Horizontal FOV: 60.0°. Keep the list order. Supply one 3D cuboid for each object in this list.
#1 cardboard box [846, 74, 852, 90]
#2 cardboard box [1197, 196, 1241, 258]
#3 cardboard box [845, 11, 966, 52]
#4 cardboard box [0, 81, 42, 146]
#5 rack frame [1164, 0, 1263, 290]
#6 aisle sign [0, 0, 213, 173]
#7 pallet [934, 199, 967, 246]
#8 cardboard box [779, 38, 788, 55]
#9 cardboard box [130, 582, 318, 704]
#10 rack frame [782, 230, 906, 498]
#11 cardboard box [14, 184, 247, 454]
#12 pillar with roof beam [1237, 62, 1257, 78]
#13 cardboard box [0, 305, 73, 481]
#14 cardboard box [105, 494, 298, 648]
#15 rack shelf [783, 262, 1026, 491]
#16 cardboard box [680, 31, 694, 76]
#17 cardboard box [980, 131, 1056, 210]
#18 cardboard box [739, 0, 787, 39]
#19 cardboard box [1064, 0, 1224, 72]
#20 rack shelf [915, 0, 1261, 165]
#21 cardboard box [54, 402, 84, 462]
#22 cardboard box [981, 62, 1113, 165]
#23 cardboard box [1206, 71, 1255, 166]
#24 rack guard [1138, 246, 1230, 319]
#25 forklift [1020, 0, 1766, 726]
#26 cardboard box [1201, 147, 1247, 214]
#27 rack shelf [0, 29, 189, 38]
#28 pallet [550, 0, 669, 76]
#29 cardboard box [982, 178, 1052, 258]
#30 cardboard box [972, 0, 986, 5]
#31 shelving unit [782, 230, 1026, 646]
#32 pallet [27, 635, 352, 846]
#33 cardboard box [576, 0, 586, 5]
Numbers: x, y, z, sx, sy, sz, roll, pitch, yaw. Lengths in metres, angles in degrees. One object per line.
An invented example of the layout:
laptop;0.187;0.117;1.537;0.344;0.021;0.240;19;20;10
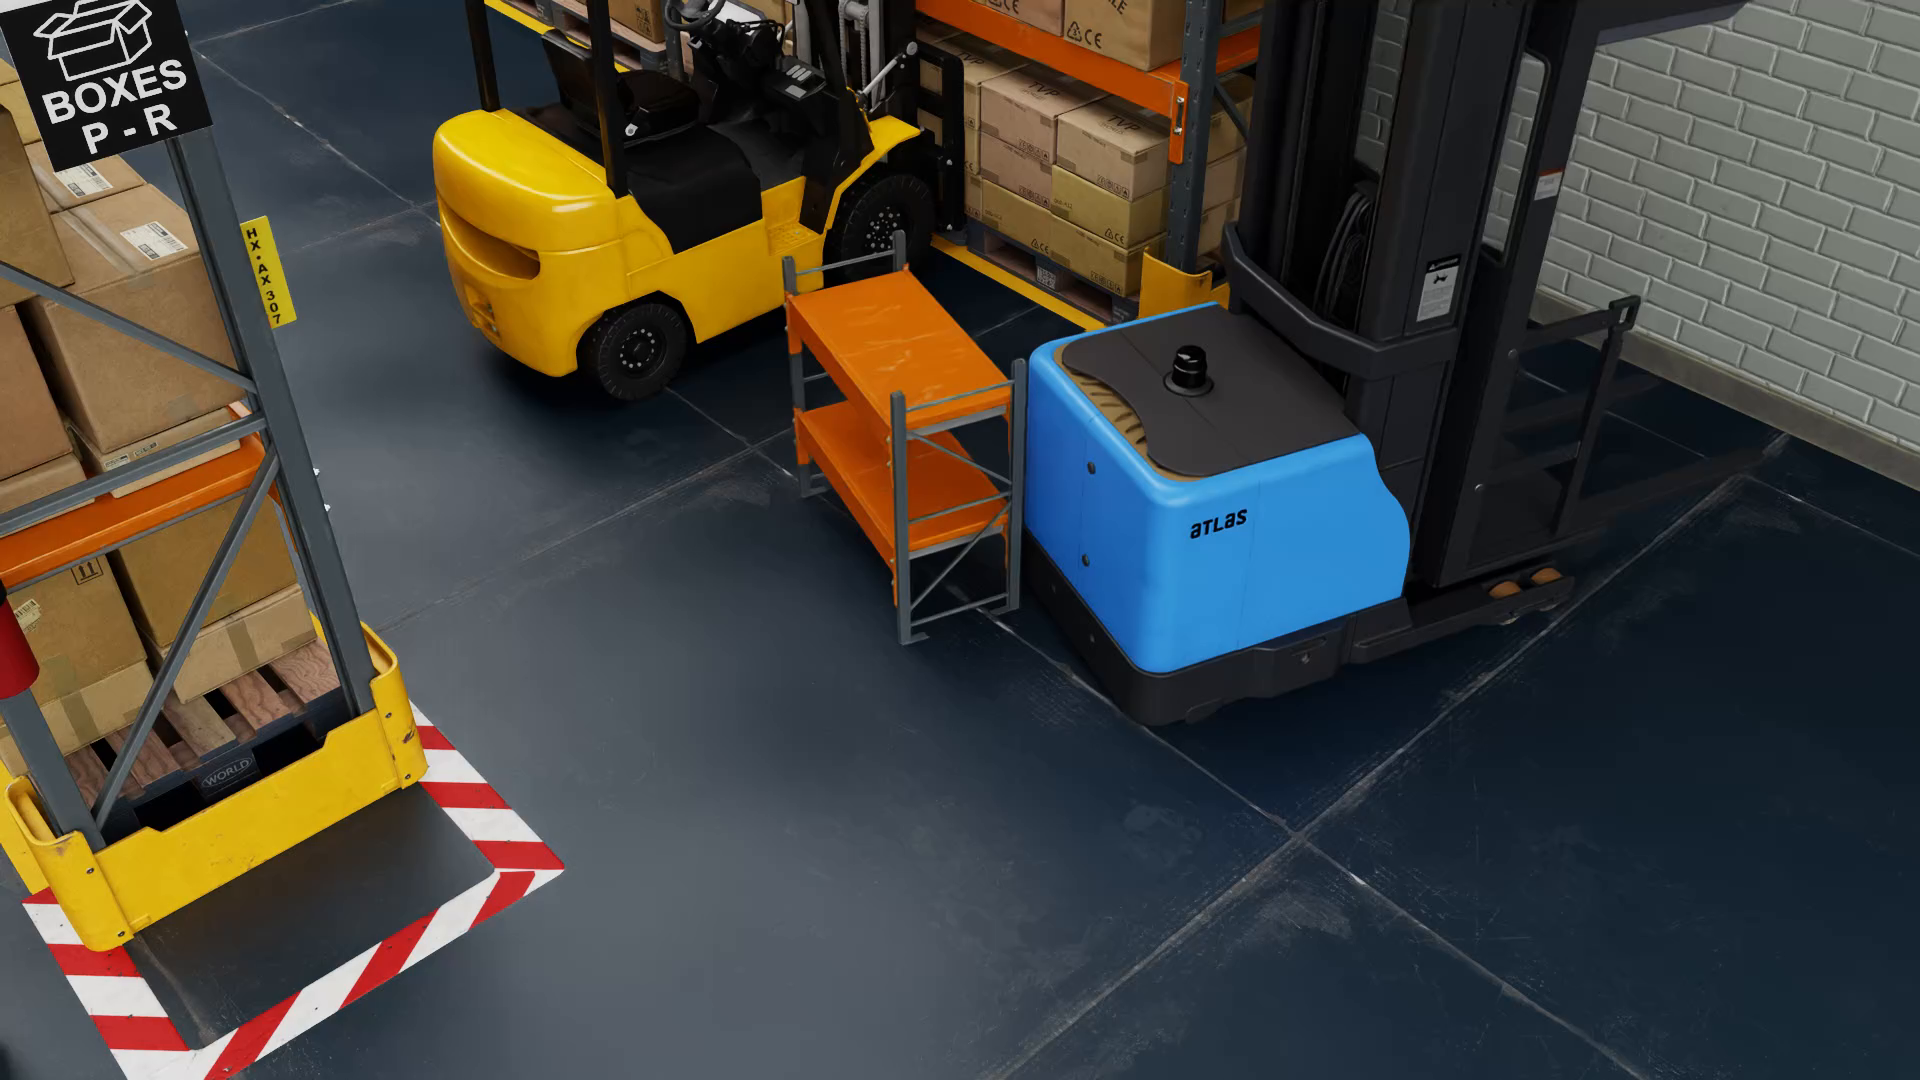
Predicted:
cardboard box;-0.251;-2.354;8.734;0.500;0.250;0.500;-30;48;-32
cardboard box;1.152;-1.678;8.295;0.500;0.250;0.500;-30;48;-32
cardboard box;-0.237;-2.538;8.564;0.500;0.250;0.500;-31;48;-33
cardboard box;-3.128;-1.128;5.443;0.500;0.500;0.500;-31;48;-33
rack frame;1.340;-2.274;7.178;1.000;3.000;0.127;-30;48;-32
aisle sign;-2.044;-1.277;3.875;0.394;0.787;0.004;-30;48;-32
pallet;-0.029;-2.090;9.169;1.003;0.211;1.213;-30;48;-32
cardboard box;-0.924;-2.826;9.318;0.500;0.250;0.500;-30;48;-32
cardboard box;-2.656;0.253;5.904;0.500;0.250;0.500;-30;48;-32
rack frame;-0.443;-0.691;6.710;0.500;1.125;0.032;-17;42;-20
cardboard box;-2.430;-0.655;4.857;0.500;0.500;0.500;-31;48;-32
pillar with roof beam;-1.638;-3.484;3.901;9.100;9.000;0.400;-30;48;-32
cardboard box;-2.884;-0.452;4.606;0.500;0.500;0.500;-31;48;-32
cardboard box;-2.672;-0.050;5.682;0.500;0.500;0.500;-32;49;-33
rack shelf;-0.223;-0.630;6.169;0.538;0.278;1.000;-17;42;-20
cardboard box;-1.282;-2.854;9.751;0.500;0.250;0.500;-29;47;-31
cardboard box;0.449;-1.891;8.161;0.500;0.250;0.500;-30;48;-32
cardboard box;-0.931;-3.010;9.148;0.500;0.250;0.500;-30;48;-32
cardboard box;0.814;-2.429;7.291;0.500;0.500;0.500;-31;48;-33
rack shelf;-0.013;-2.920;8.550;1.077;0.370;4.000;-30;48;-32
cardboard box;-2.573;-0.421;5.084;0.380;0.149;0.250;-29;47;-31
cardboard box;0.449;-2.071;7.985;0.500;0.250;0.500;-29;47;-31
cardboard box;1.154;-2.060;7.971;0.500;0.250;0.500;-31;48;-32
rack guard;1.356;-1.290;7.950;1.175;0.500;0.348;-30;48;-32
forklift;1.792;-1.104;5.784;3.031;2.935;1.130;-16;42;-19
cardboard box;1.175;-1.868;8.132;0.500;0.250;0.500;-29;47;-31
rack shelf;-3.667;-1.976;4.994;1.077;0.370;4.000;-30;48;-32
pallet;-1.893;-3.365;10.748;1.003;0.211;1.213;-30;48;-32
cardboard box;0.460;-1.685;8.303;0.500;0.250;0.500;-30;48;-32
cardboard box;0.123;-2.910;7.886;0.500;0.500;0.500;-31;48;-32
shelving unit;-0.223;-0.403;6.353;0.538;1.125;1.048;-17;42;-20
pallet;-2.889;0.496;5.968;1.003;0.211;1.213;-30;48;-32
cardboard box;-2.246;-3.964;10.826;0.875;0.625;0.625;-30;48;-32
